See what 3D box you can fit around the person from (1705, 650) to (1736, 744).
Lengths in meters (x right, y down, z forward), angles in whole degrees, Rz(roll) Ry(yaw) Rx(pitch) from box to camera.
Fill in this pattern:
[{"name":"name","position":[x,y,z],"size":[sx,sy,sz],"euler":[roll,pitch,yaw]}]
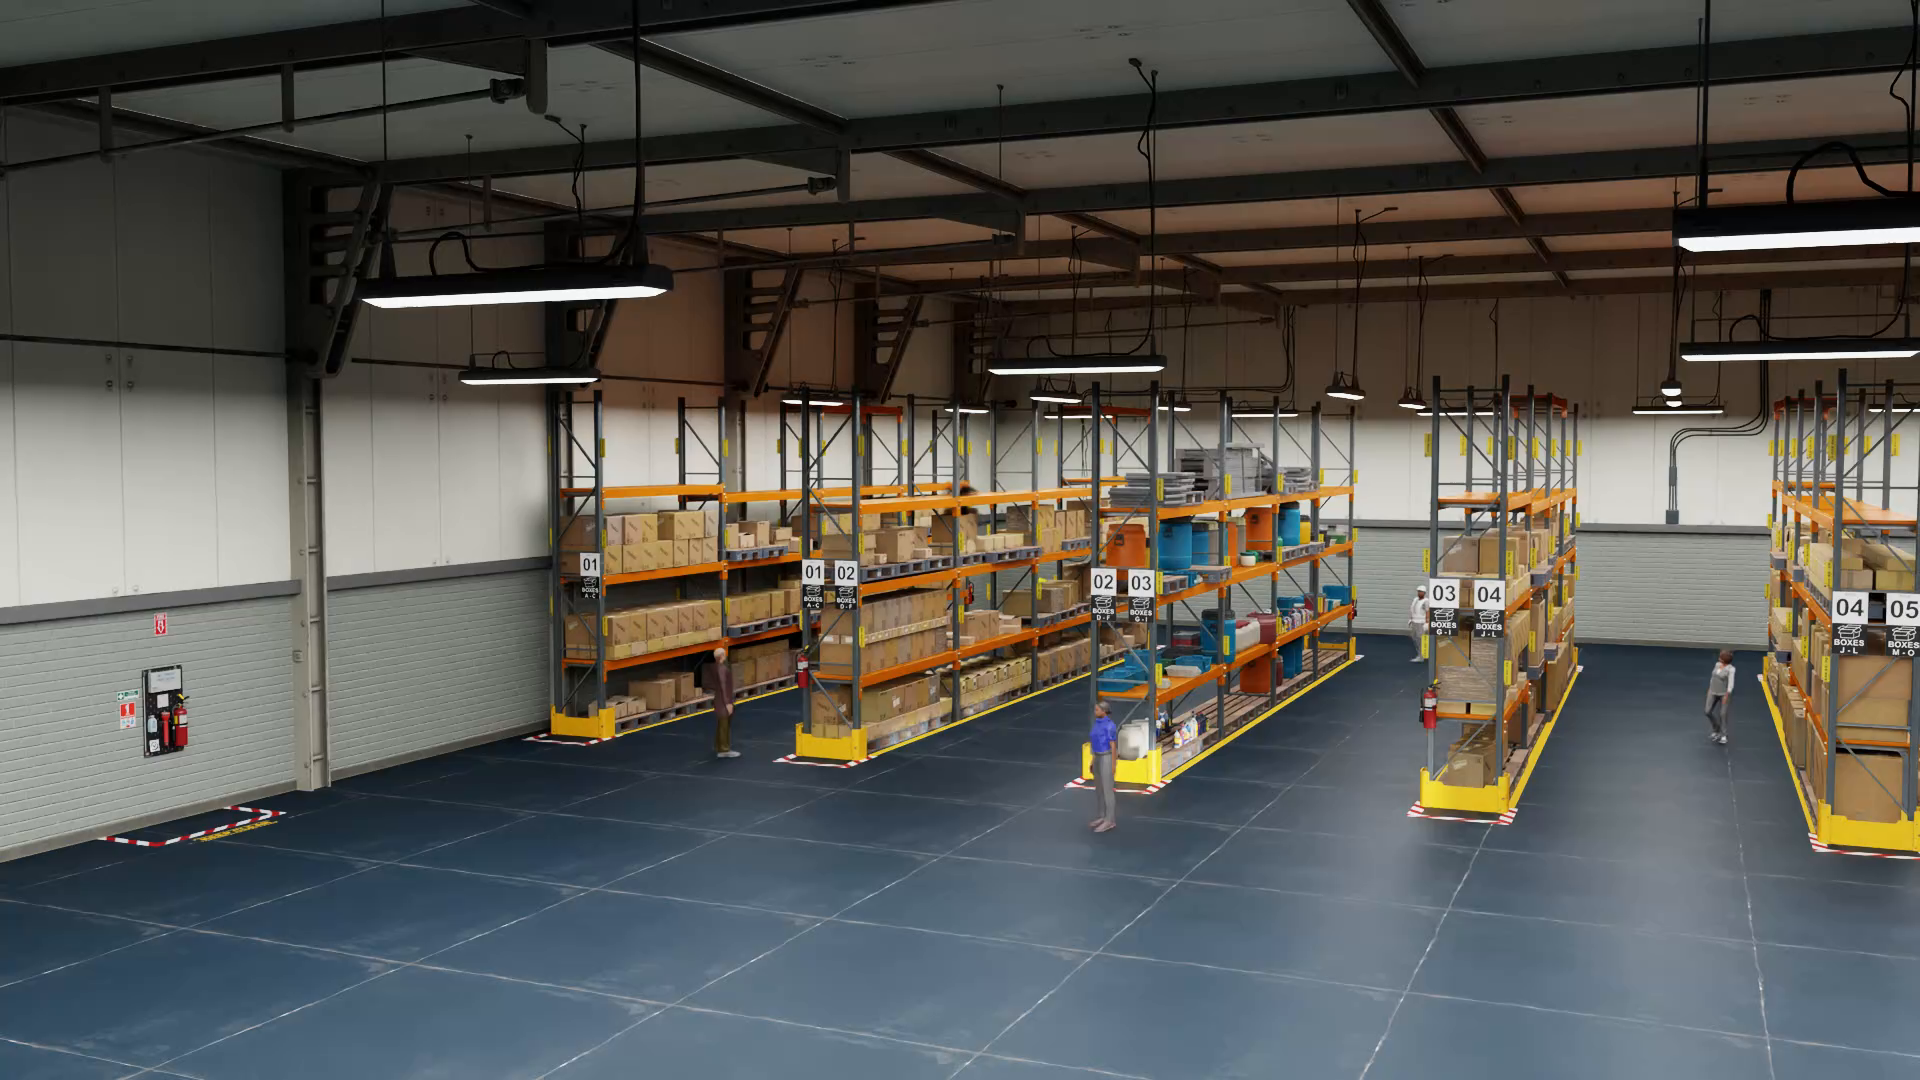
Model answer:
[{"name":"person","position":[12.916,2.705,28.297],"size":[0.486,1.490,0.526],"euler":[-3,4,-41]}]

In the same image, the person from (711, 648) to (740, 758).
[{"name":"person","position":[-3.809,2.647,26.983],"size":[0.478,1.821,0.638],"euler":[0,3,-5]}]

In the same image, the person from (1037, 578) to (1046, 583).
[{"name":"person","position":[2.098,1.835,41.461],"size":[0.615,1.788,0.528],"euler":[-3,4,-45]}]

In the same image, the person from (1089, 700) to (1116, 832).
[{"name":"person","position":[1.859,2.965,21.944],"size":[0.388,1.682,0.549],"euler":[-1,3,-24]}]

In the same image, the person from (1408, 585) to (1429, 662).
[{"name":"person","position":[10.745,1.976,38.908],"size":[0.448,1.835,0.569],"euler":[0,3,-6]}]
